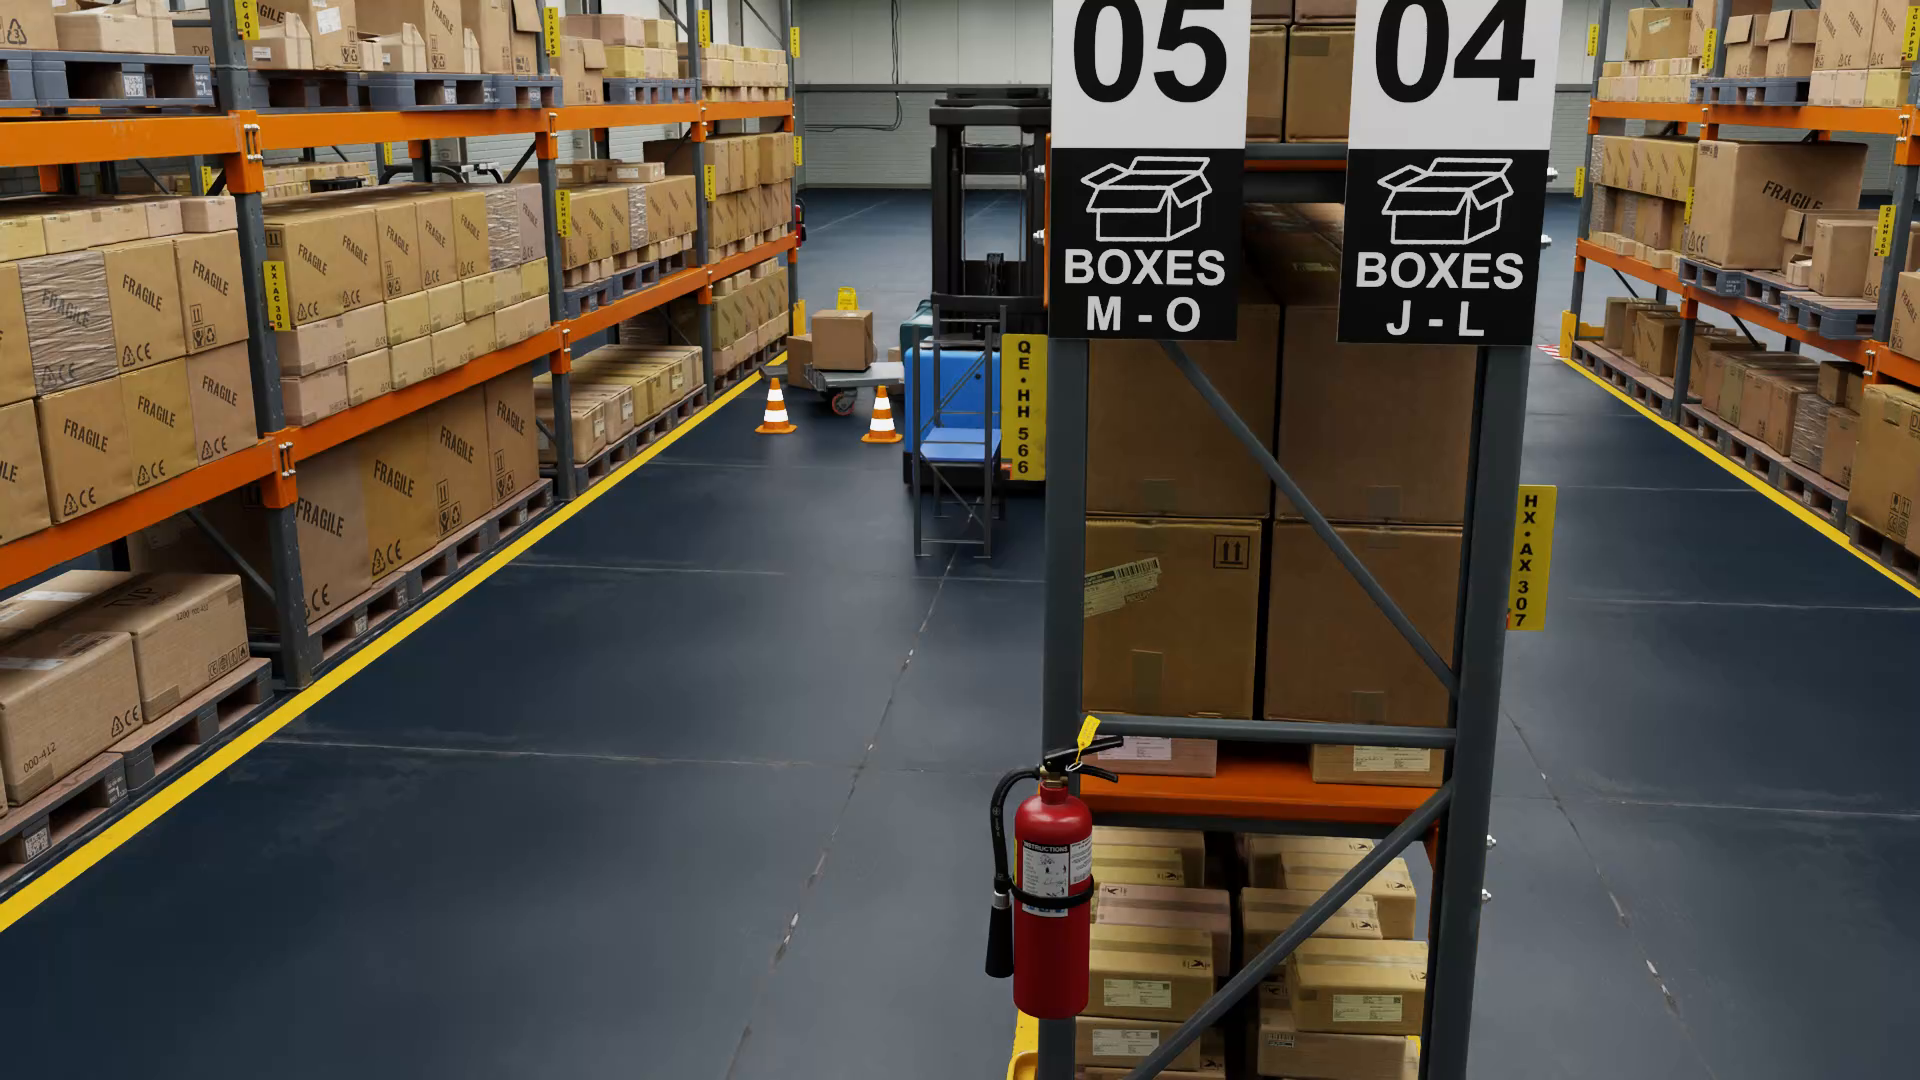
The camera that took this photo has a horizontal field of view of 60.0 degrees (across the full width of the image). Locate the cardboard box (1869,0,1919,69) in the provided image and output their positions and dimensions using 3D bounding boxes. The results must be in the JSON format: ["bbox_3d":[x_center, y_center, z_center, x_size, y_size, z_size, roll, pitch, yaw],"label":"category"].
[{"bbox_3d":[6.315,-3.329,10.832,0.500,0.500,0.500,2,15,8],"label":"cardboard box"}]

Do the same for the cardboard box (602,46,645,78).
[{"bbox_3d":[-2.928,-3.949,13.756,0.500,0.250,0.500,2,15,7],"label":"cardboard box"}]

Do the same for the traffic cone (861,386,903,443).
[{"bbox_3d":[-0.674,-1.098,14.335,0.336,0.463,0.334,2,15,6],"label":"traffic cone"}]

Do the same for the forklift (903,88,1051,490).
[{"bbox_3d":[0.366,-2.122,13.396,1.130,2.935,3.031,3,15,11],"label":"forklift"}]

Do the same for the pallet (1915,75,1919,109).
[{"bbox_3d":[6.490,-2.649,9.826,1.213,0.211,1.003,2,15,9],"label":"pallet"}]

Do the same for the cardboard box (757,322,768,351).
[{"bbox_3d":[-2.378,-2.215,18.070,0.500,0.250,0.500,1,15,4],"label":"cardboard box"}]

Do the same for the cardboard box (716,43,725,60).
[{"bbox_3d":[-2.487,-4.710,16.041,0.380,0.149,0.250,1,15,4],"label":"cardboard box"}]

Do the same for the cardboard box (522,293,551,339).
[{"bbox_3d":[-3.136,-1.541,11.402,0.500,0.250,0.500,1,15,4],"label":"cardboard box"}]

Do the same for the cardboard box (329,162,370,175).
[{"bbox_3d":[-7.198,-4.378,19.603,0.380,0.149,0.250,2,15,6],"label":"cardboard box"}]

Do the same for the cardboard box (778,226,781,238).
[{"bbox_3d":[-2.232,-3.468,18.721,0.380,0.149,0.250,1,15,5],"label":"cardboard box"}]

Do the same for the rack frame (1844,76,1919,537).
[{"bbox_3d":[6.510,-1.460,10.817,1.000,3.000,0.127,2,15,6],"label":"rack frame"}]

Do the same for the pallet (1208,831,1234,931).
[{"bbox_3d":[0.966,1.243,6.160,1.003,0.211,1.213,2,15,6],"label":"pallet"}]

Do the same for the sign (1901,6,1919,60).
[{"bbox_3d":[5.971,-3.175,10.419,0.100,0.325,0.005,2,15,6],"label":"sign"}]

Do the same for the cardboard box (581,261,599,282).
[{"bbox_3d":[-2.974,-2.055,12.690,0.380,0.149,0.250,1,15,3],"label":"cardboard box"}]

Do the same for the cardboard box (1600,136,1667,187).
[{"bbox_3d":[7.016,-3.946,17.331,0.500,0.500,0.500,2,15,6],"label":"cardboard box"}]

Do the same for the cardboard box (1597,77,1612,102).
[{"bbox_3d":[7.101,-4.794,17.684,0.500,0.250,0.500,2,15,8],"label":"cardboard box"}]

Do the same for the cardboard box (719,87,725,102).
[{"bbox_3d":[-2.536,-4.388,16.377,0.380,0.149,0.250,2,15,8],"label":"cardboard box"}]

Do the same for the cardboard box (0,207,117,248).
[{"bbox_3d":[-3.693,-1.274,6.777,0.380,0.149,0.250,2,15,6],"label":"cardboard box"}]

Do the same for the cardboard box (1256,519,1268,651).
[{"bbox_3d":[1.050,0.002,4.645,0.500,0.500,0.500,2,15,6],"label":"cardboard box"}]

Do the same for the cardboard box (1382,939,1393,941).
[{"bbox_3d":[1.168,1.145,5.269,0.380,0.149,0.250,2,15,8],"label":"cardboard box"}]

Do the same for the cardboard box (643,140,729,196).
[{"bbox_3d":[-2.620,-3.572,15.949,0.700,0.500,0.500,2,15,6],"label":"cardboard box"}]

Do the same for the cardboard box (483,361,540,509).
[{"bbox_3d":[-3.497,-0.753,11.465,0.875,0.875,0.875,2,15,6],"label":"cardboard box"}]

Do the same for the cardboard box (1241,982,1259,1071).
[{"bbox_3d":[1.016,1.419,4.825,0.380,0.149,0.250,2,15,6],"label":"cardboard box"}]

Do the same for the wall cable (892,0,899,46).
[{"bbox_3d":[-0.621,-16.080,49.662,3.097,2.526,0.112,2,15,6],"label":"wall cable"}]

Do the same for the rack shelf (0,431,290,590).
[{"bbox_3d":[-4.014,0.151,6.235,1.077,0.370,4.000,2,15,6],"label":"rack shelf"}]

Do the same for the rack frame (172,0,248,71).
[{"bbox_3d":[-3.788,-3.611,7.276,1.000,3.000,0.127,2,15,6],"label":"rack frame"}]

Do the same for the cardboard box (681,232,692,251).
[{"bbox_3d":[-2.669,-2.730,15.187,0.380,0.149,0.250,2,15,7],"label":"cardboard box"}]

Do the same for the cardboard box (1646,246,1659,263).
[{"bbox_3d":[6.884,-2.764,16.118,0.380,0.149,0.250,2,15,6],"label":"cardboard box"}]

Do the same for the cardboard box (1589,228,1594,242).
[{"bbox_3d":[7.143,-3.347,18.275,0.380,0.149,0.250,2,15,6],"label":"cardboard box"}]

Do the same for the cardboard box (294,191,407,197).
[{"bbox_3d":[-3.756,-1.900,10.335,0.500,0.500,0.500,2,15,8],"label":"cardboard box"}]

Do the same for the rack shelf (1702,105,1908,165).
[{"bbox_3d":[6.735,-3.080,12.437,1.077,0.370,4.000,2,15,6],"label":"rack shelf"}]

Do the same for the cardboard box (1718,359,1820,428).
[{"bbox_3d":[6.798,-1.222,13.880,0.700,0.500,0.500,2,15,6],"label":"cardboard box"}]

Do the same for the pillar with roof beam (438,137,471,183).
[{"bbox_3d":[-3.386,-8.144,24.040,9.100,9.000,0.400,2,15,6],"label":"pillar with roof beam"}]

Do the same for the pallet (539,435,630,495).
[{"bbox_3d":[-3.247,-0.609,13.009,1.003,0.211,1.213,2,15,6],"label":"pallet"}]

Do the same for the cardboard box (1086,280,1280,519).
[{"bbox_3d":[0.495,-0.358,4.064,0.500,0.500,0.500,1,15,5],"label":"cardboard box"}]

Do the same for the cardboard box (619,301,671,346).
[{"bbox_3d":[-3.085,-2.189,16.536,0.500,0.500,0.500,1,15,5],"label":"cardboard box"}]

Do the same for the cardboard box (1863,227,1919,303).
[{"bbox_3d":[6.531,-1.853,11.271,0.500,0.500,0.500,0,15,-1],"label":"cardboard box"}]

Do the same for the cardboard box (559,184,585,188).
[{"bbox_3d":[-3.396,-2.680,13.760,0.500,0.500,0.500,1,15,4],"label":"cardboard box"}]

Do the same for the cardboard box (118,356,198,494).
[{"bbox_3d":[-3.639,-0.502,7.079,0.500,0.500,0.500,1,15,5],"label":"cardboard box"}]

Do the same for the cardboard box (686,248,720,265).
[{"bbox_3d":[-2.531,-2.741,16.033,0.380,0.149,0.250,2,15,6],"label":"cardboard box"}]

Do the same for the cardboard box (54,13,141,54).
[{"bbox_3d":[-3.572,-2.049,6.732,0.380,0.149,0.250,2,15,8],"label":"cardboard box"}]

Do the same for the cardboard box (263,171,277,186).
[{"bbox_3d":[-7.394,-3.783,17.401,0.380,0.149,0.250,1,15,5],"label":"cardboard box"}]

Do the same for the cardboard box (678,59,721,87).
[{"bbox_3d":[-2.564,-4.415,15.714,0.500,0.250,0.500,1,15,5],"label":"cardboard box"}]

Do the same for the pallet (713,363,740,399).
[{"bbox_3d":[-2.845,-1.619,16.745,1.003,0.211,1.213,2,15,6],"label":"pallet"}]

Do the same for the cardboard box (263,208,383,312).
[{"bbox_3d":[-3.423,-1.484,8.798,0.500,0.500,0.500,2,15,6],"label":"cardboard box"}]

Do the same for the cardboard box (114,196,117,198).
[{"bbox_3d":[-8.153,-3.144,15.607,0.380,0.149,0.250,1,15,4],"label":"cardboard box"}]

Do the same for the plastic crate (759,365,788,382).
[{"bbox_3d":[-1.894,-1.763,17.530,0.402,0.080,0.583,-4,16,-13],"label":"plastic crate"}]

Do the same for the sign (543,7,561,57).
[{"bbox_3d":[-2.786,-3.470,11.358,0.100,0.325,0.005,2,15,6],"label":"sign"}]

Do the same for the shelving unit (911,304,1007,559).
[{"bbox_3d":[0.010,-0.746,11.048,0.538,1.500,1.048,2,15,6],"label":"shelving unit"}]

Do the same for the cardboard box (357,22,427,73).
[{"bbox_3d":[-3.234,-2.764,9.345,0.396,0.266,0.258,3,15,11],"label":"cardboard box"}]

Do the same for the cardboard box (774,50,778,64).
[{"bbox_3d":[-2.246,-5.377,18.507,0.380,0.149,0.250,2,15,7],"label":"cardboard box"}]

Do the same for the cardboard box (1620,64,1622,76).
[{"bbox_3d":[7.120,-4.905,17.333,0.380,0.149,0.250,1,15,5],"label":"cardboard box"}]

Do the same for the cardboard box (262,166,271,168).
[{"bbox_3d":[-7.871,-4.063,18.437,0.380,0.149,0.250,1,15,5],"label":"cardboard box"}]

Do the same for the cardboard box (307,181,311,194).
[{"bbox_3d":[-7.248,-3.902,18.413,0.380,0.149,0.250,2,15,7],"label":"cardboard box"}]

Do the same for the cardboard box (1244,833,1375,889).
[{"bbox_3d":[1.100,0.999,5.238,0.380,0.149,0.250,1,15,4],"label":"cardboard box"}]
